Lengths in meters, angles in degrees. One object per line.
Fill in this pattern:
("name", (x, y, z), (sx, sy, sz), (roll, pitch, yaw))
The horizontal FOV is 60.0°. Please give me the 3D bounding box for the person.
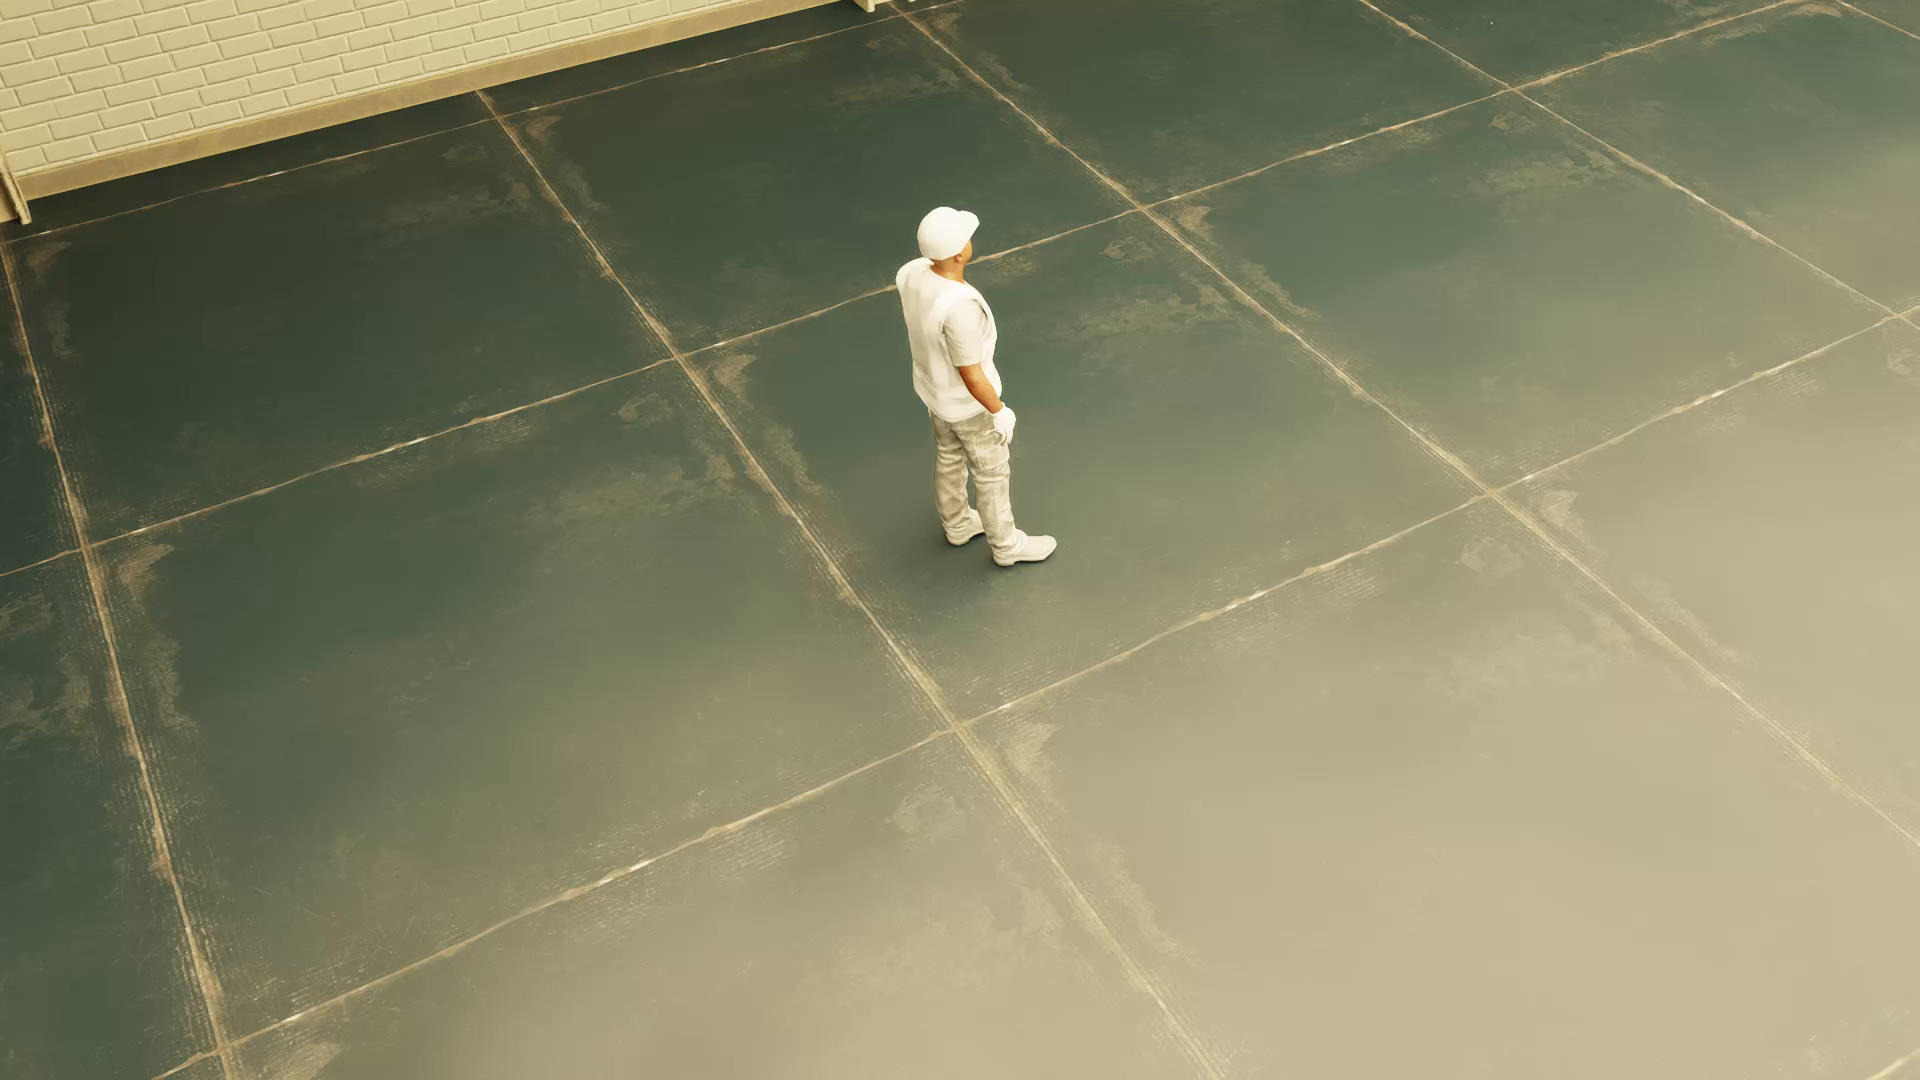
("person", (0.067, -0.678, 7.262), (0.577, 1.782, 0.656), (-21, 47, -21))
